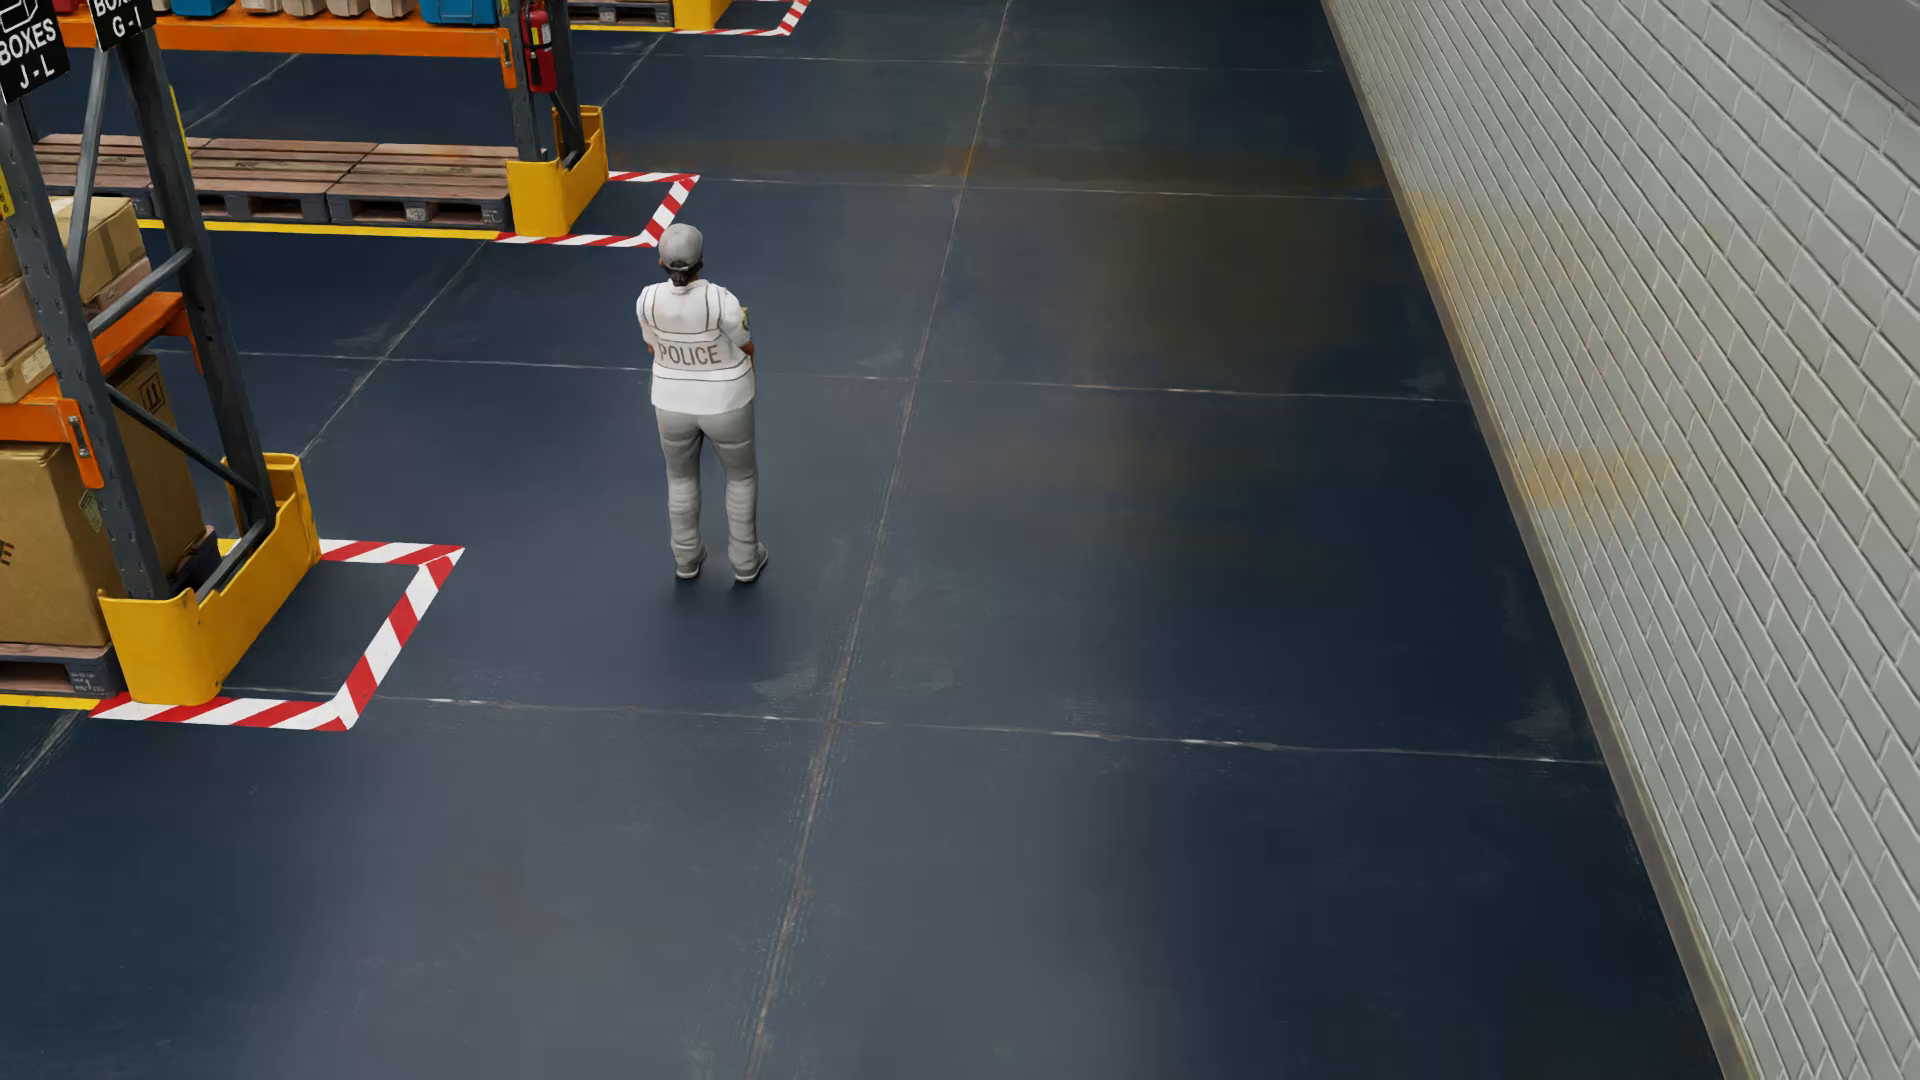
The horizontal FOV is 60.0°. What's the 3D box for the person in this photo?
[{"bbox_3d":[-1.084,-0.609,7.113,0.453,1.653,0.541,3,32,4],"label":"person"}]
